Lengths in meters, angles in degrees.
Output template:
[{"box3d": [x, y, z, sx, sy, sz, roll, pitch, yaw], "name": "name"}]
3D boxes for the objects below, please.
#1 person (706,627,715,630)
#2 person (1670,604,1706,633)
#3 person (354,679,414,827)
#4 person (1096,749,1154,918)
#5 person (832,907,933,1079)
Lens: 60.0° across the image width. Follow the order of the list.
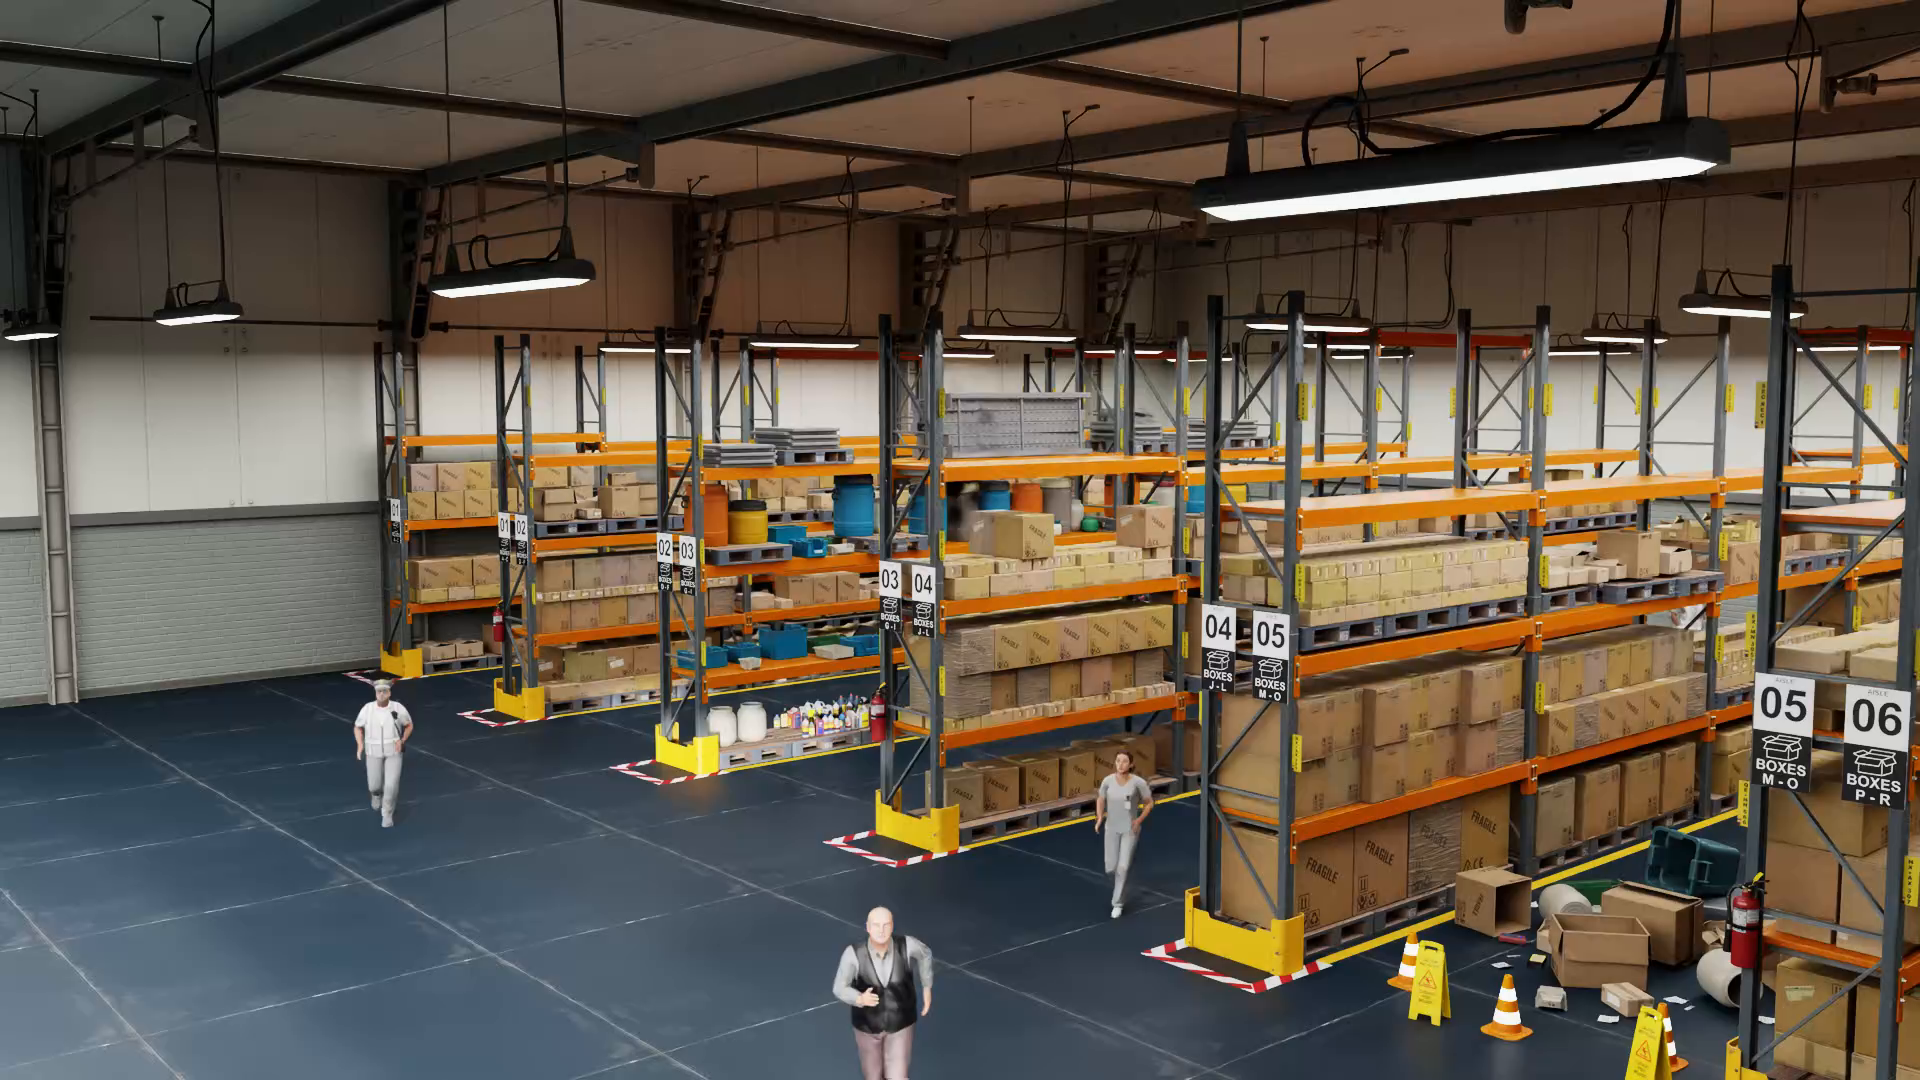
[{"box3d": [-4.723, 1.531, 30.980, 0.601, 1.624, 0.648, 5, 7, 41], "name": "person"}, {"box3d": [12.998, 1.615, 29.568, 0.714, 1.744, 0.547, -2, 5, -16], "name": "person"}, {"box3d": [-6.851, 2.513, 19.800, 0.672, 1.739, 0.598, -2, 5, -16], "name": "person"}, {"box3d": [1.631, 2.874, 16.483, 0.575, 1.644, 0.611, 2, 5, 18], "name": "person"}, {"box3d": [-0.517, 3.300, 11.204, 0.678, 1.763, 0.852, 0, 5, -4], "name": "person"}]
